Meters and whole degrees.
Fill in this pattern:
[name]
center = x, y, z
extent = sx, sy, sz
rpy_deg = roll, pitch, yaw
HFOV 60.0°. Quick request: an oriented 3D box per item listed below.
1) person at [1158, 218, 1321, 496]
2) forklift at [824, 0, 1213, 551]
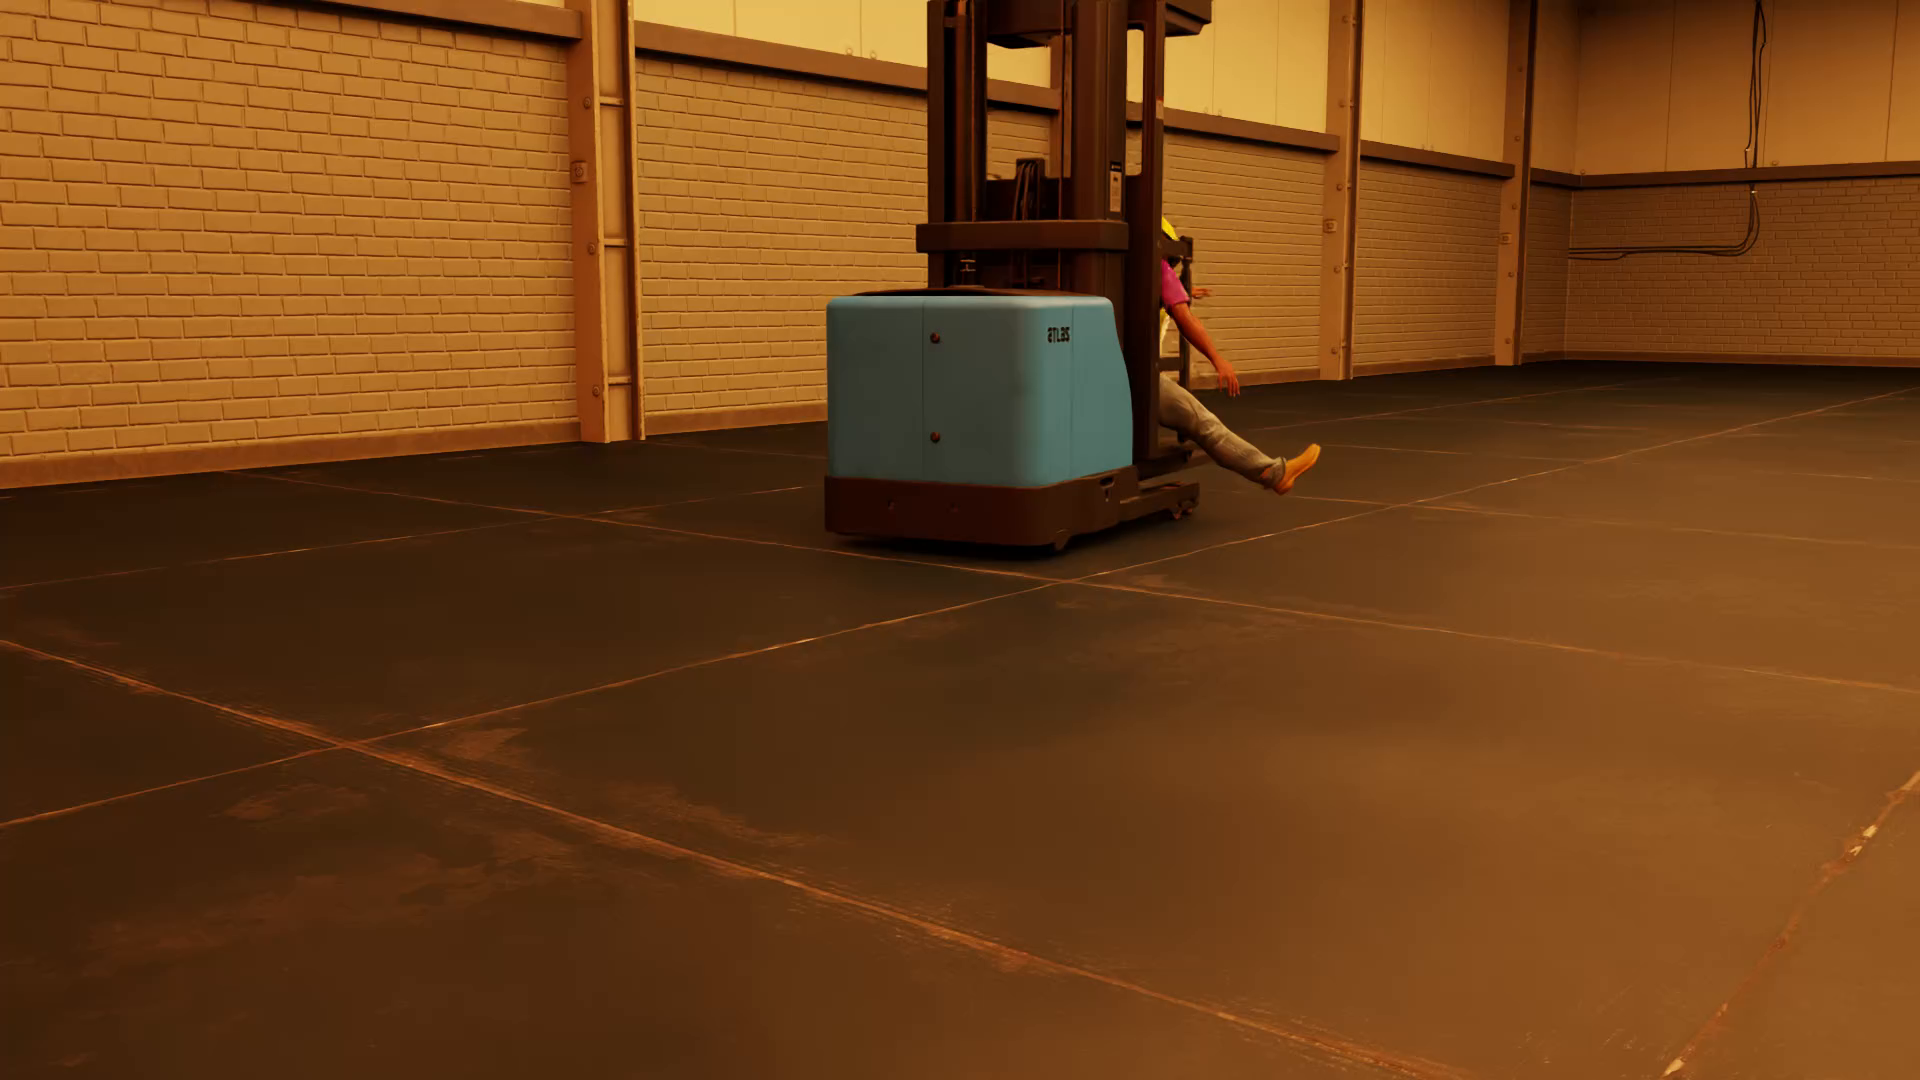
[person]
center = 1.067, -0.839, 8.144
extent = 1.161, 1.484, 1.022
rpy_deg = -3, 9, -22
[forklift]
center = 0.542, -1.577, 8.059
extent = 1.130, 2.935, 3.031
rpy_deg = 4, 9, 27
